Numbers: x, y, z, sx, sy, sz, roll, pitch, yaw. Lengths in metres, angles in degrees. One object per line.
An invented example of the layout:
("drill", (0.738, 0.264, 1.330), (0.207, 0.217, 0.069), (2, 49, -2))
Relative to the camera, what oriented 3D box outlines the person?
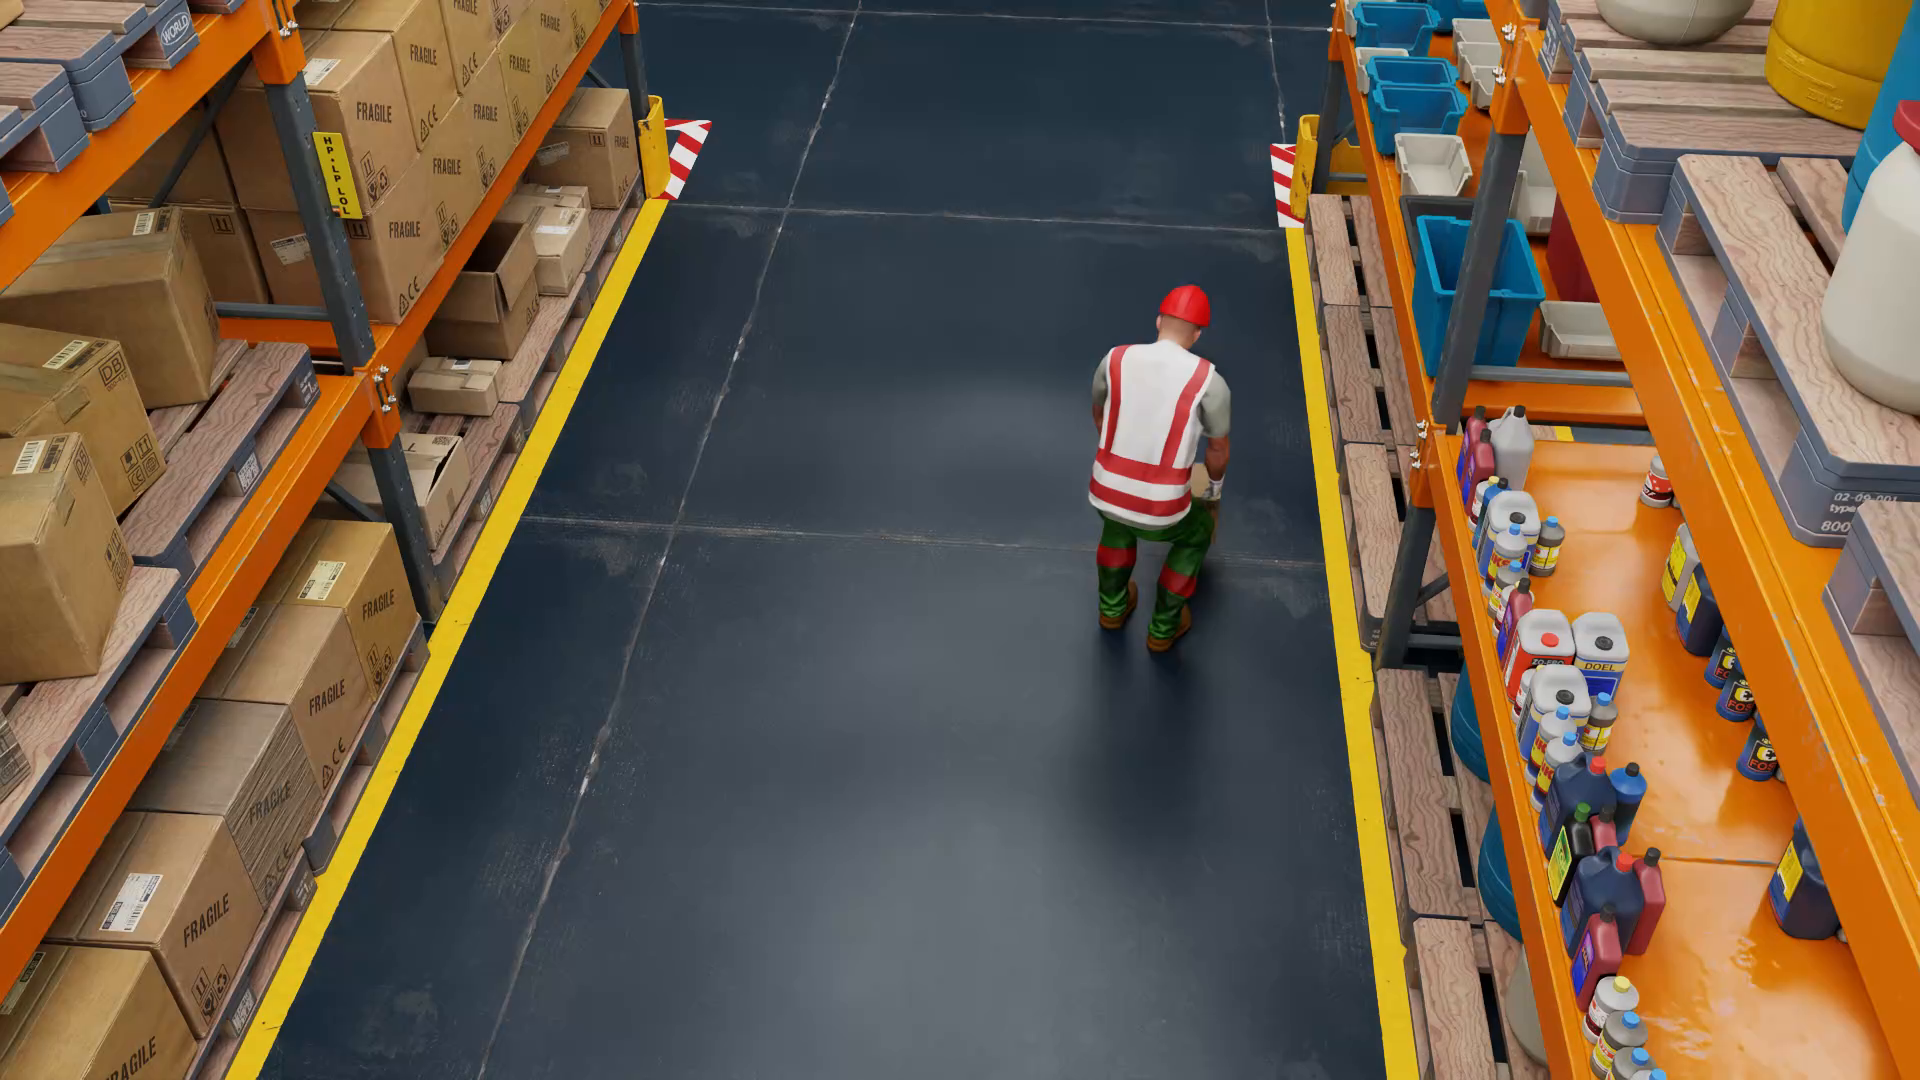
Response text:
("person", (0.765, -0.262, 6.680), (0.581, 1.498, 0.711), (20, 44, 22))
